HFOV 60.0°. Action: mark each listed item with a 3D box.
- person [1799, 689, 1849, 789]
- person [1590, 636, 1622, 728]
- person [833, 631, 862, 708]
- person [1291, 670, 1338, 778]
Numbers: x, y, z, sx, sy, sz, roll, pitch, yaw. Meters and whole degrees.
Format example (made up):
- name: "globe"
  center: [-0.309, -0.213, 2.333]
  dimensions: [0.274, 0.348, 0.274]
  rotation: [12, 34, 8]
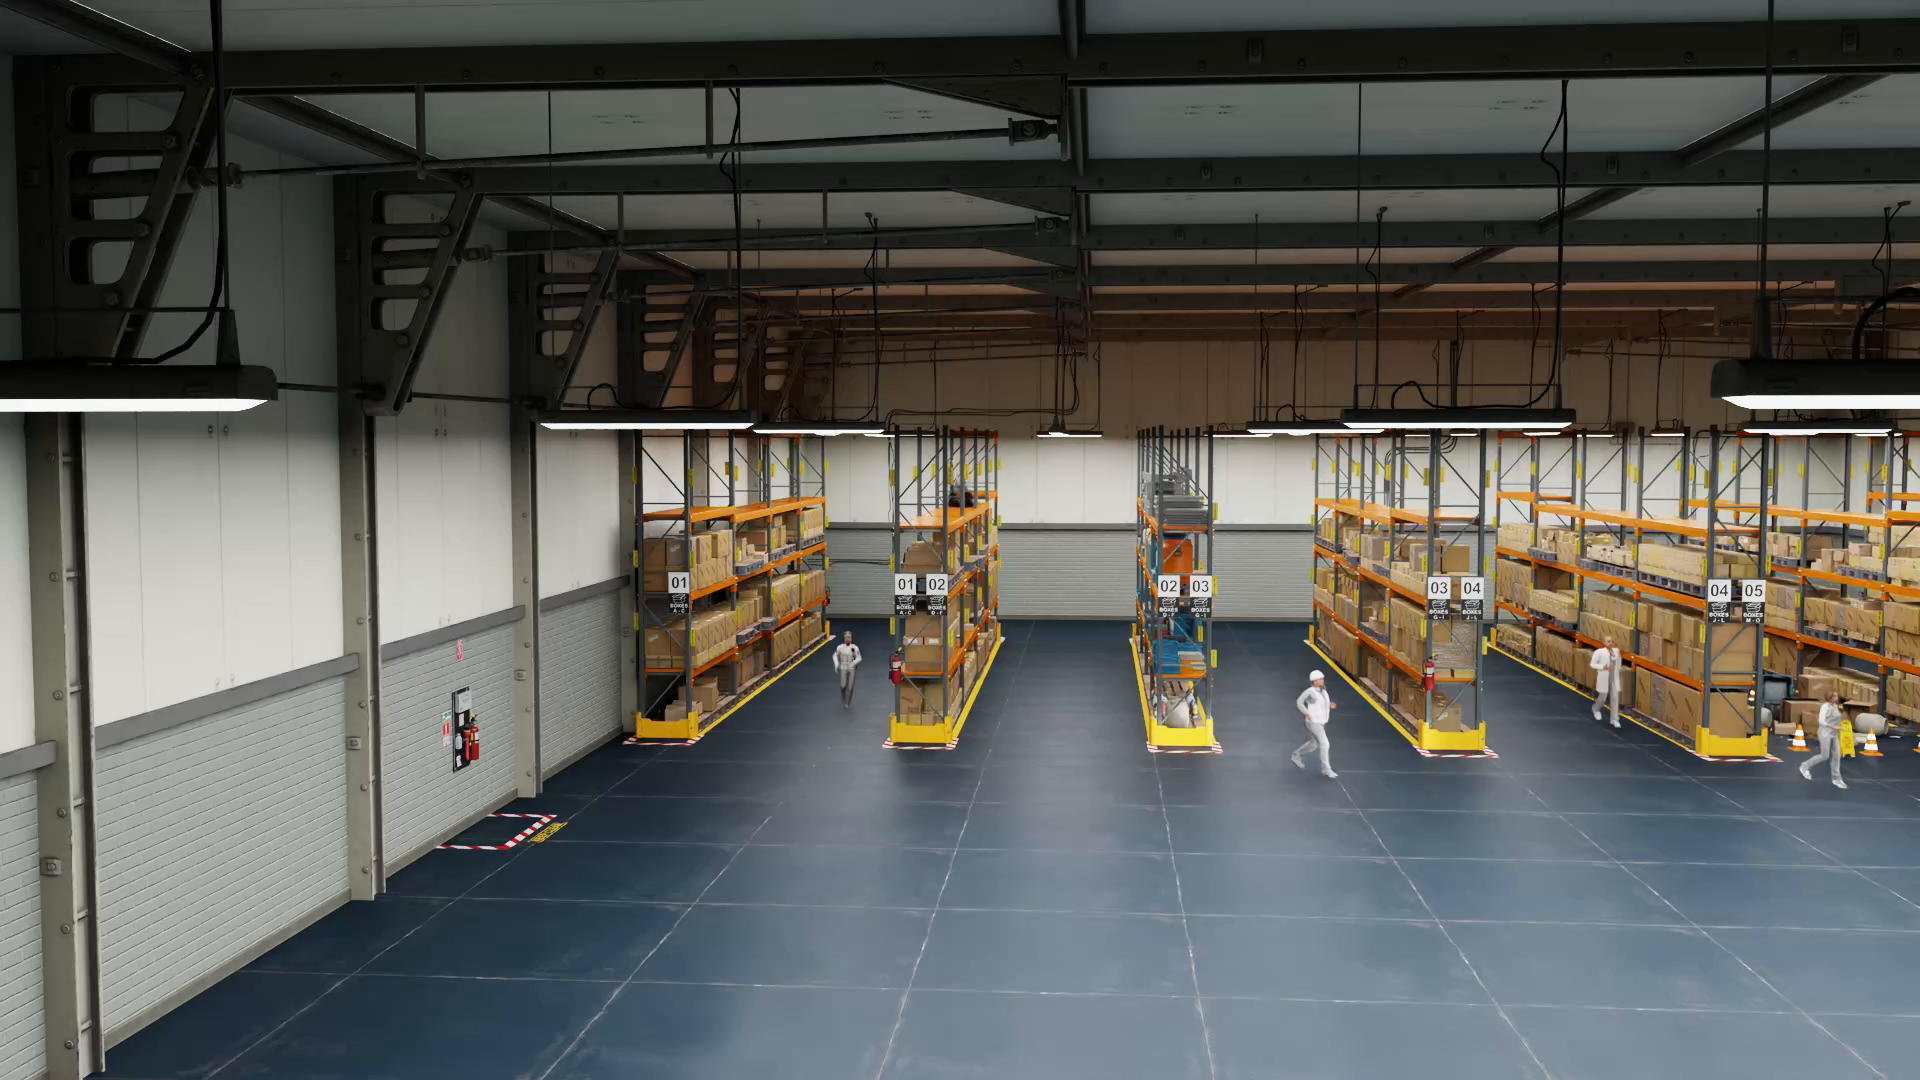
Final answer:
- name: "person"
  center: [14.362, 3.268, 27.575]
  dimensions: [0.564, 1.613, 0.772]
  rotation: [-2, 4, -36]
- name: "person"
  center: [12.959, 2.801, 33.260]
  dimensions: [0.714, 1.763, 1.082]
  rotation: [0, 3, -2]
- name: "person"
  center: [-2.394, 2.766, 35.404]
  dimensions: [0.612, 1.650, 0.550]
  rotation: [0, 3, -5]
- name: "person"
  center: [6.091, 3.121, 28.473]
  dimensions: [0.894, 1.798, 0.643]
  rotation: [3, 4, 37]
